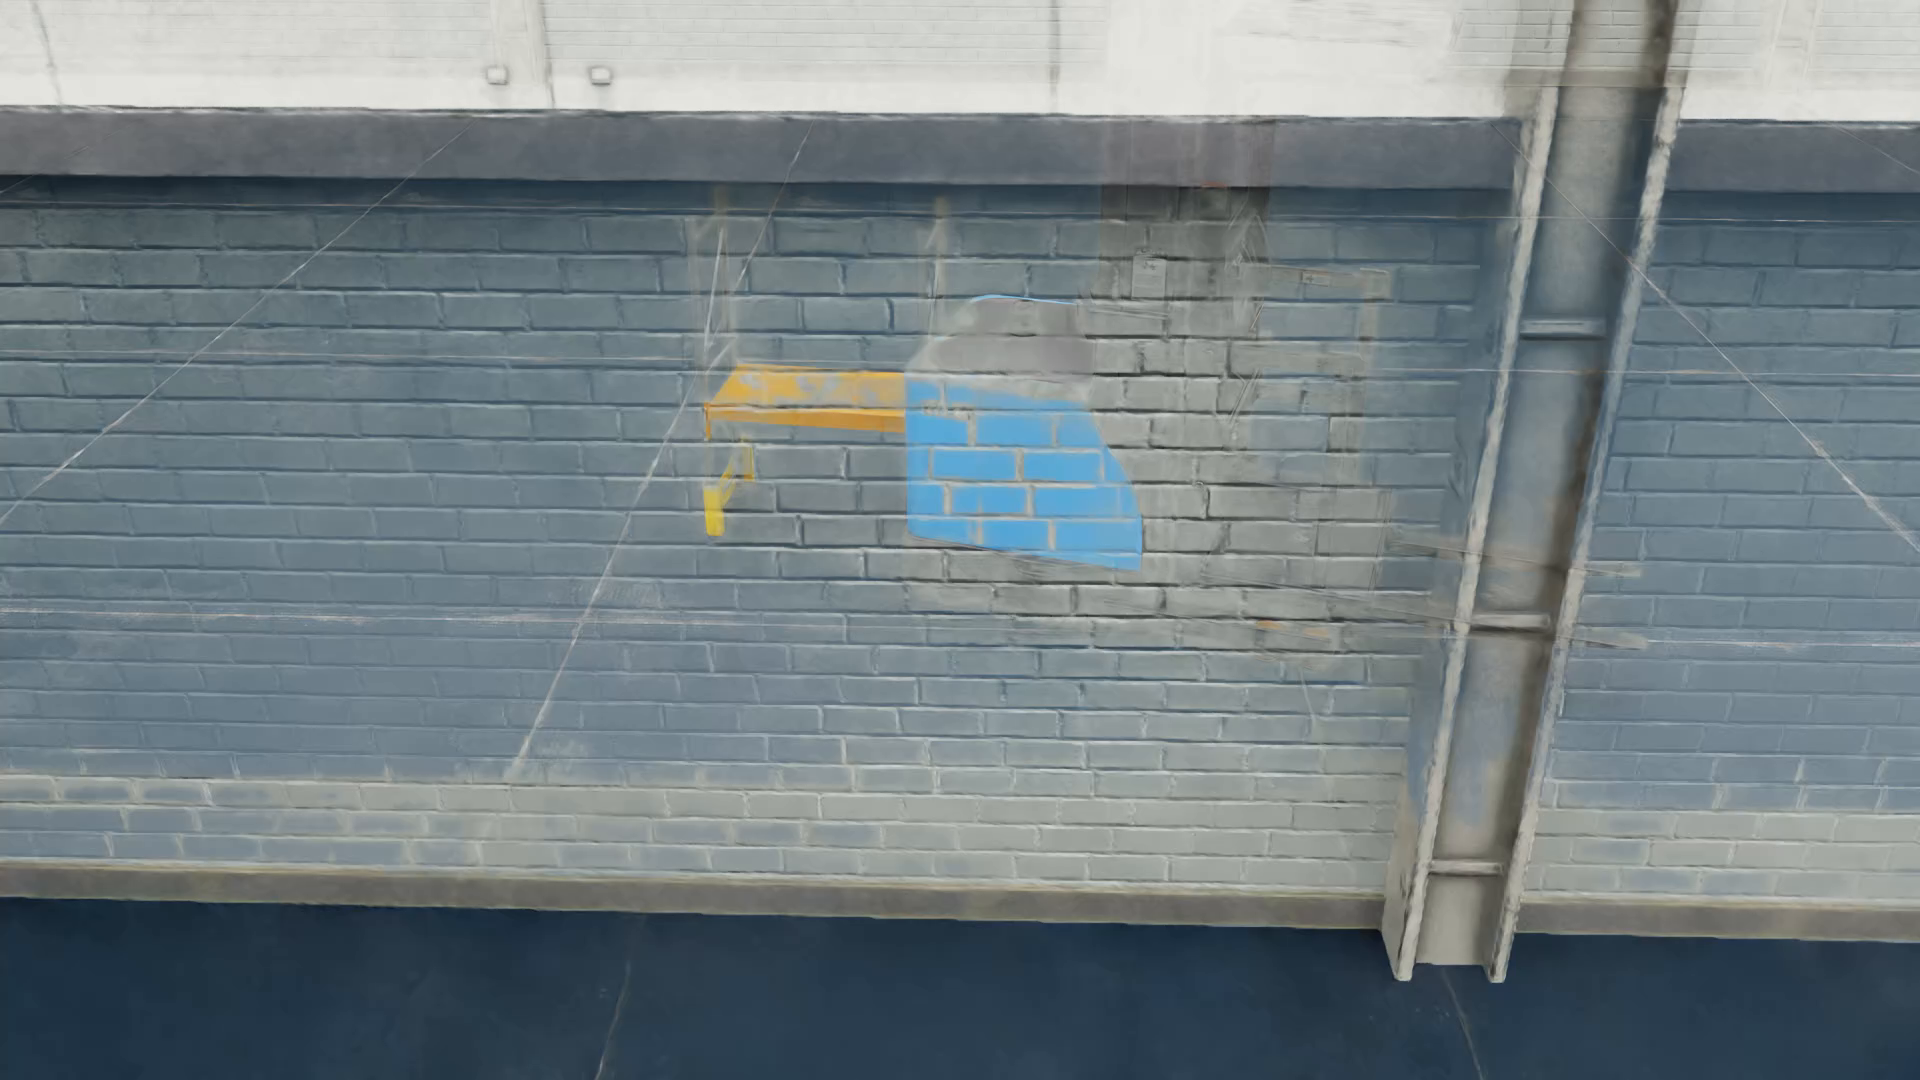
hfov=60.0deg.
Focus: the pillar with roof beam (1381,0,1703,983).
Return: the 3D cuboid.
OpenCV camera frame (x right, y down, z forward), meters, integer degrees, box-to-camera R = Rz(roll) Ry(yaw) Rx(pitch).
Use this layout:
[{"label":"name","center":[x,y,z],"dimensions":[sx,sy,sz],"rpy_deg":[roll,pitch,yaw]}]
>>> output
[{"label":"pillar with roof beam","center":[1.595,-6.330,10.084],"dimensions":[0.400,9.000,9.100],"rpy_deg":[1,28,2]}]
